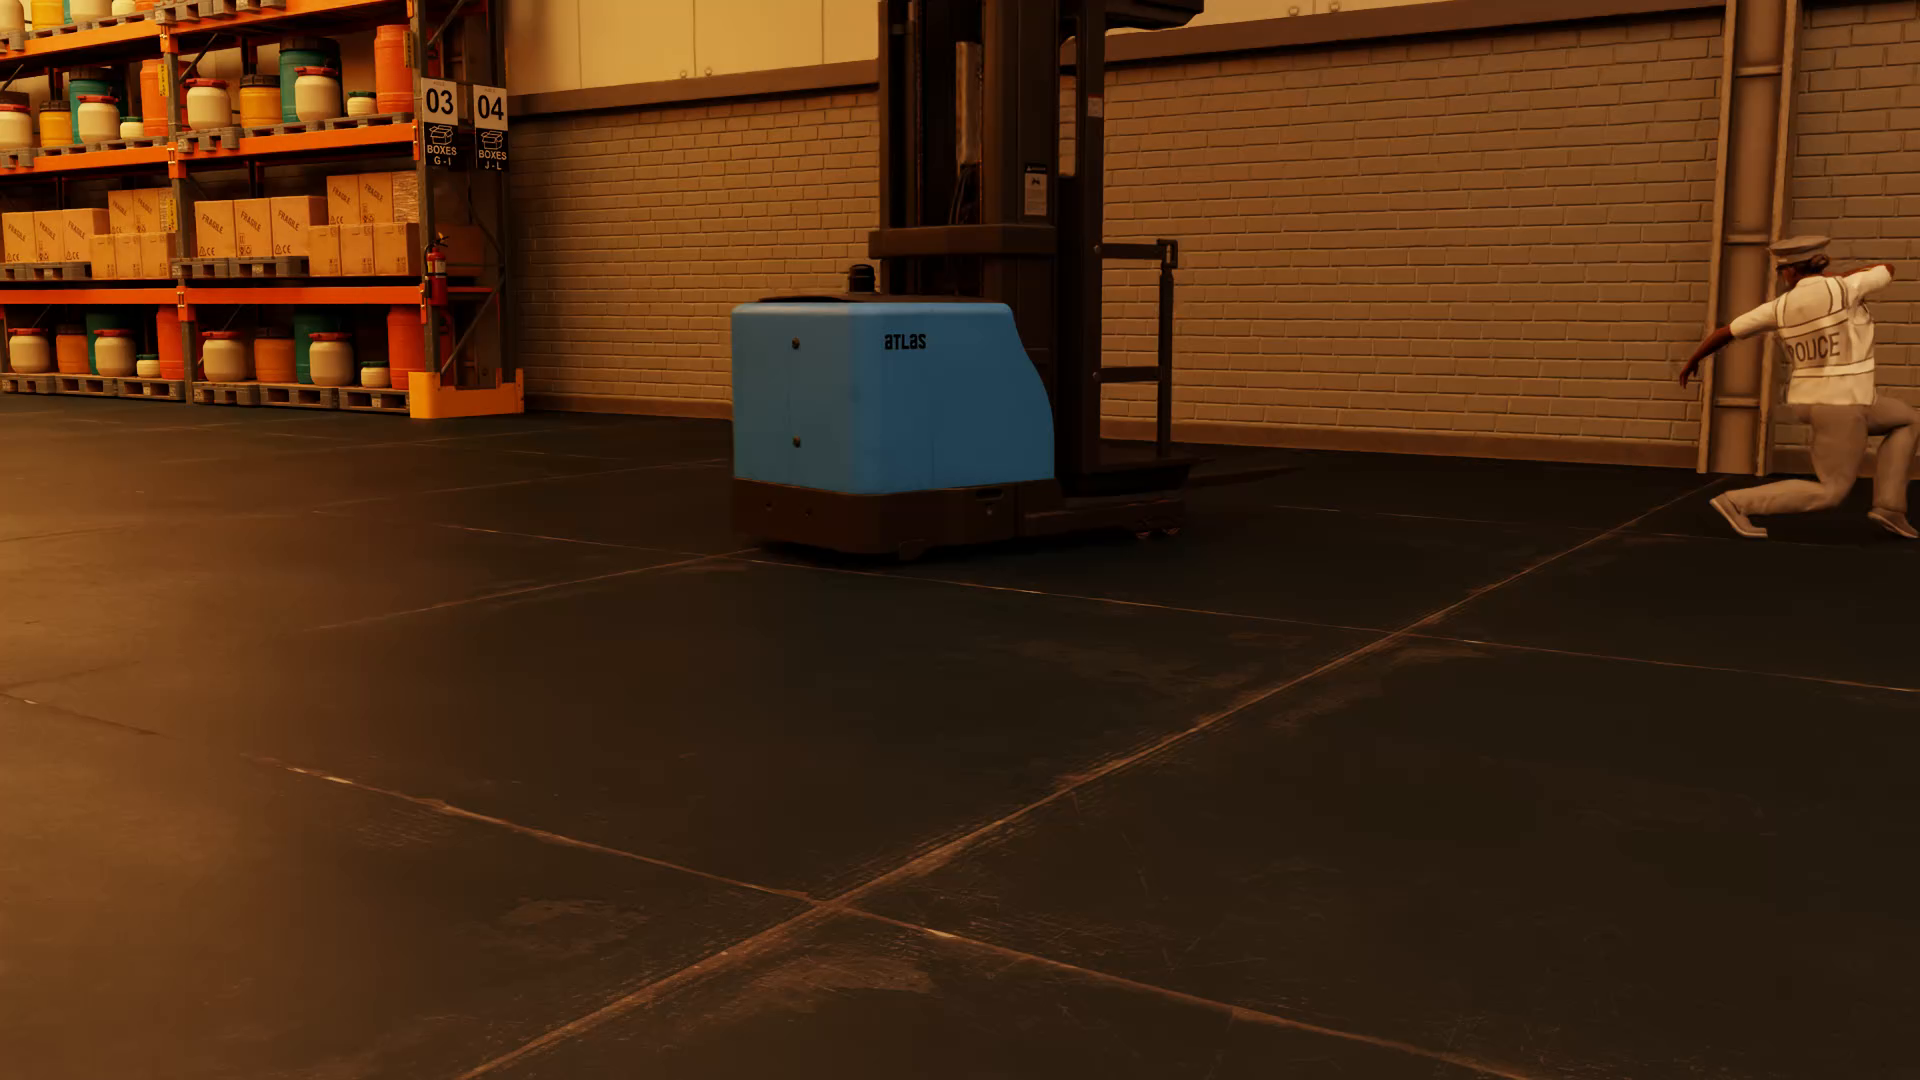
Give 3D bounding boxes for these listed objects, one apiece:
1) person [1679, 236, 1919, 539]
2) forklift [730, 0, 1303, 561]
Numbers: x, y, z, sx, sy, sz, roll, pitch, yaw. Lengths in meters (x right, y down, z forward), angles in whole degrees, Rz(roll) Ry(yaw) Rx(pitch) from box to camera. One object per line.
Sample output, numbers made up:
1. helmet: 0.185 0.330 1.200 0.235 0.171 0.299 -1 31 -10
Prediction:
1. person: 3.923 -0.708 7.739 0.953 1.386 0.853 -1 8 -7
2. forklift: 0.428 -1.510 7.812 3.031 2.935 1.130 -7 11 -40
